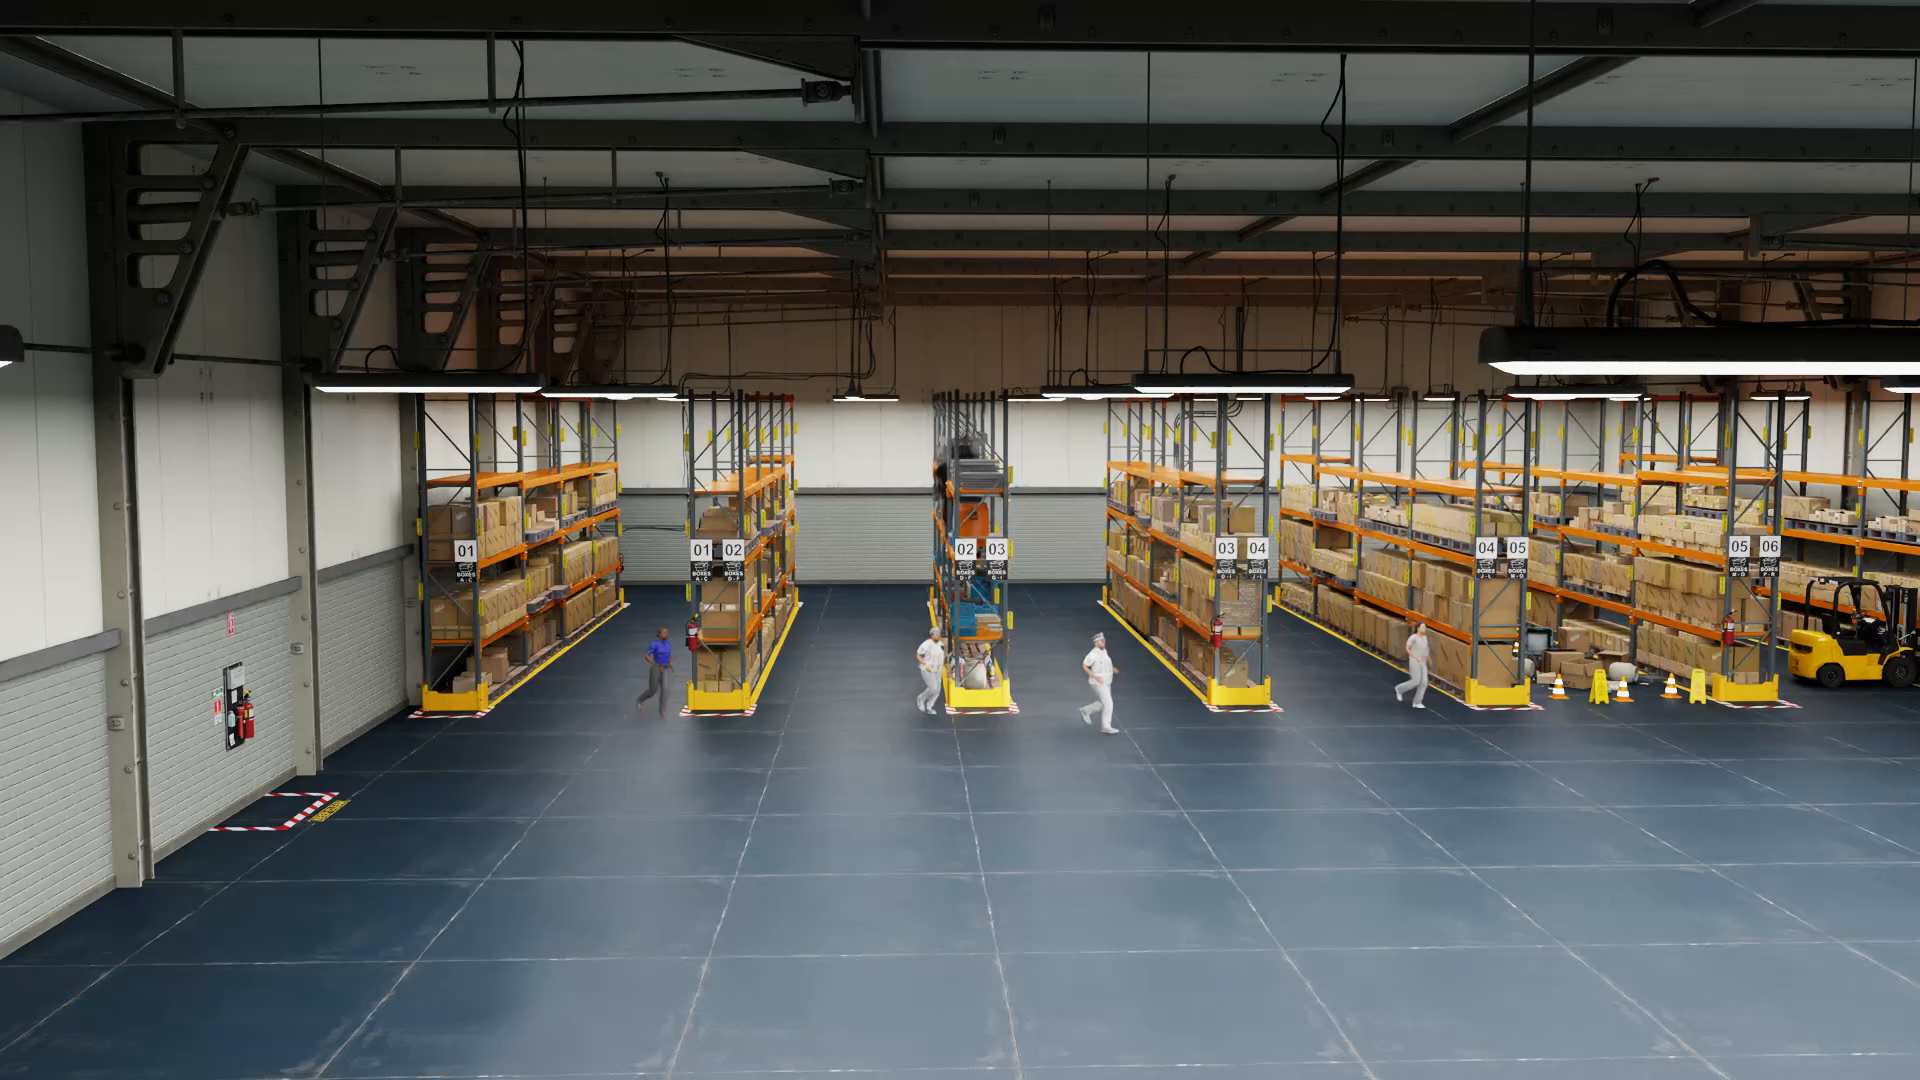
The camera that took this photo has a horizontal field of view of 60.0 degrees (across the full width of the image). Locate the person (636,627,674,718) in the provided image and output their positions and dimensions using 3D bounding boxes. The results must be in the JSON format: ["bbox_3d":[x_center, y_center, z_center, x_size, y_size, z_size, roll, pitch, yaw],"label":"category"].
[{"bbox_3d":[-5.511,2.415,30.610,0.886,1.613,0.642,5,6,44],"label":"person"}]

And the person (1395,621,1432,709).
[{"bbox_3d":[8.677,2.344,31.561,0.605,1.620,0.697,-3,6,-33],"label":"person"}]

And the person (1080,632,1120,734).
[{"bbox_3d":[2.424,2.480,29.071,0.816,1.747,0.685,3,5,30],"label":"person"}]

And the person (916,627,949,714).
[{"bbox_3d":[-0.492,2.416,30.771,0.606,1.612,0.526,-4,6,-42],"label":"person"}]
